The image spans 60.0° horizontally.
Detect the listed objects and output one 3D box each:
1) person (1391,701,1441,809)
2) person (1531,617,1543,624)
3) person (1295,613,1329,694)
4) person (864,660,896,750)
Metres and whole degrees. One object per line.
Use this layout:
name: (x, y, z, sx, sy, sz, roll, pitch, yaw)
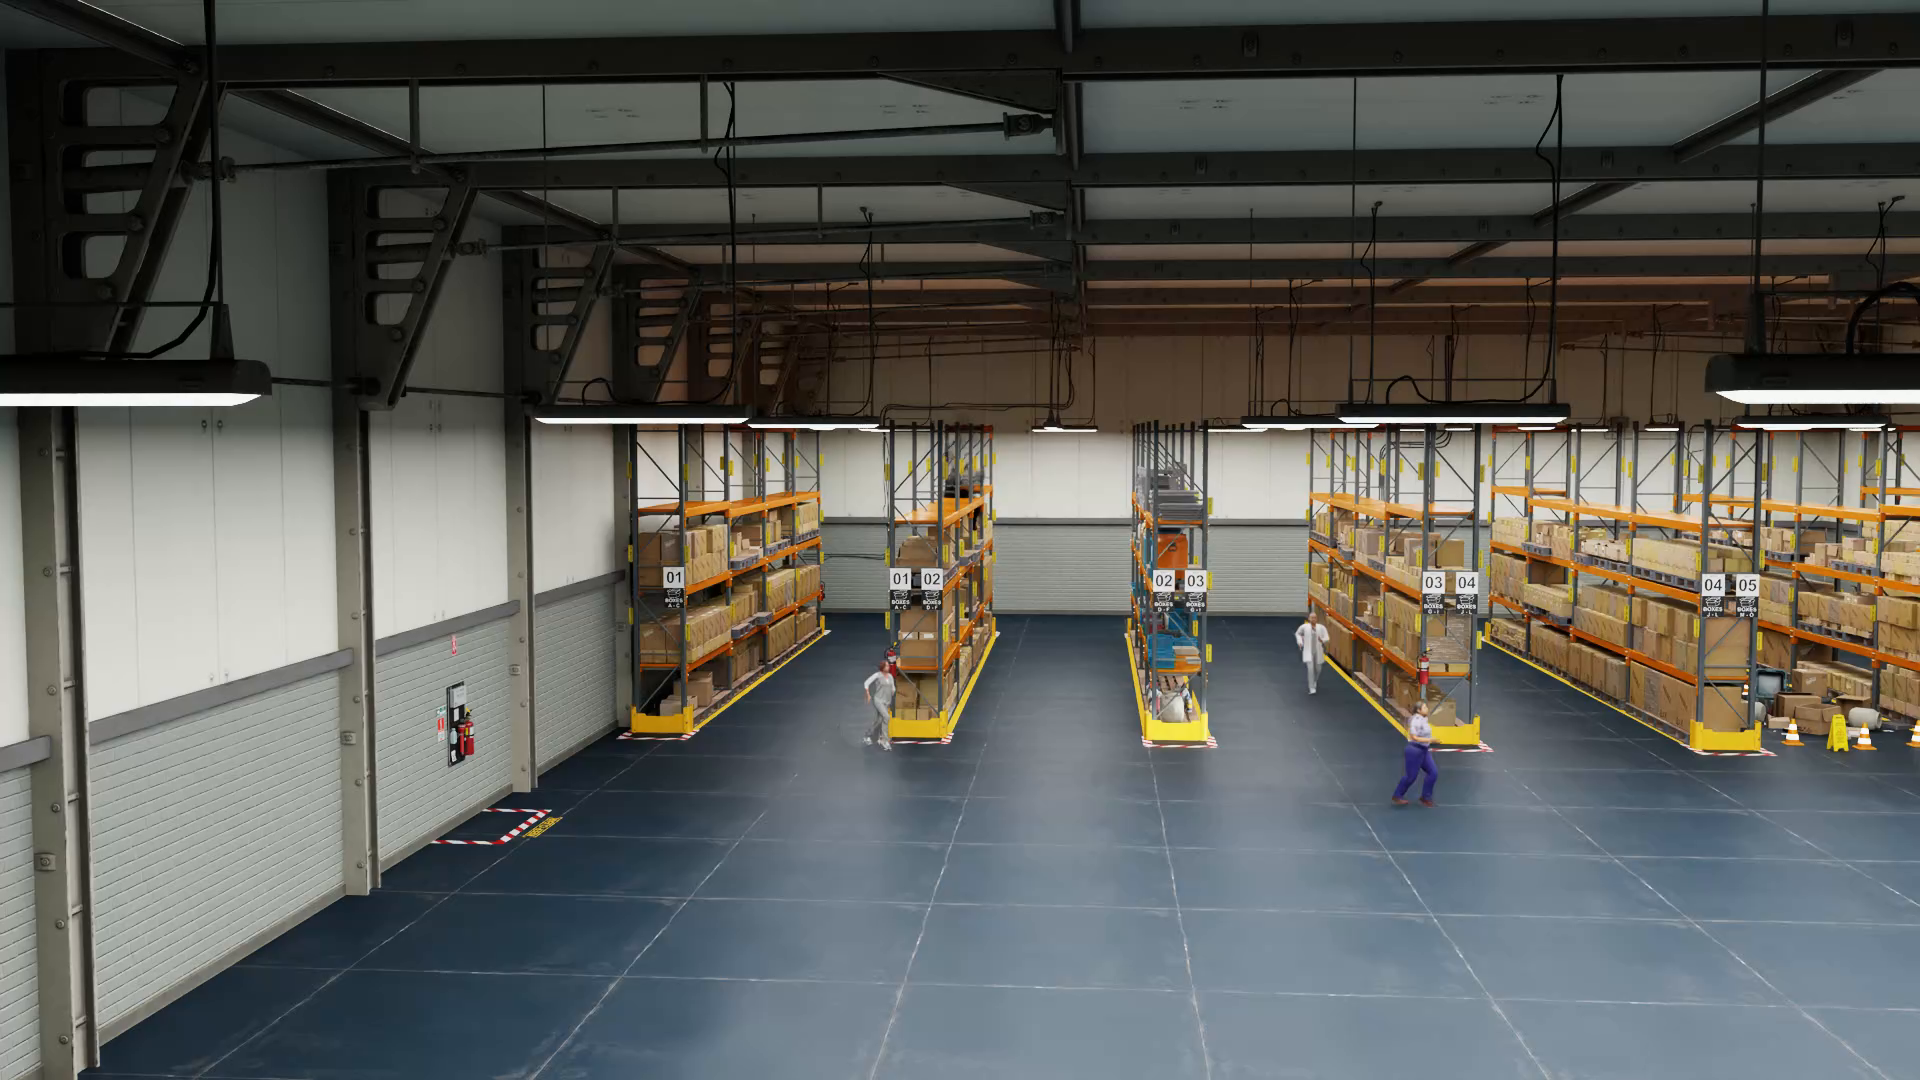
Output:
person: (6.998, 3.314, 25.470, 0.745, 1.695, 0.588, 2, 4, 33)
person: (16.325, 1.891, 47.446, 0.703, 1.641, 1.121, -2, 4, -34)
person: (7.825, 2.490, 36.892, 0.713, 1.752, 1.035, 0, 4, 3)
person: (-1.404, 2.996, 30.429, 0.749, 1.584, 0.537, 3, 5, 44)
